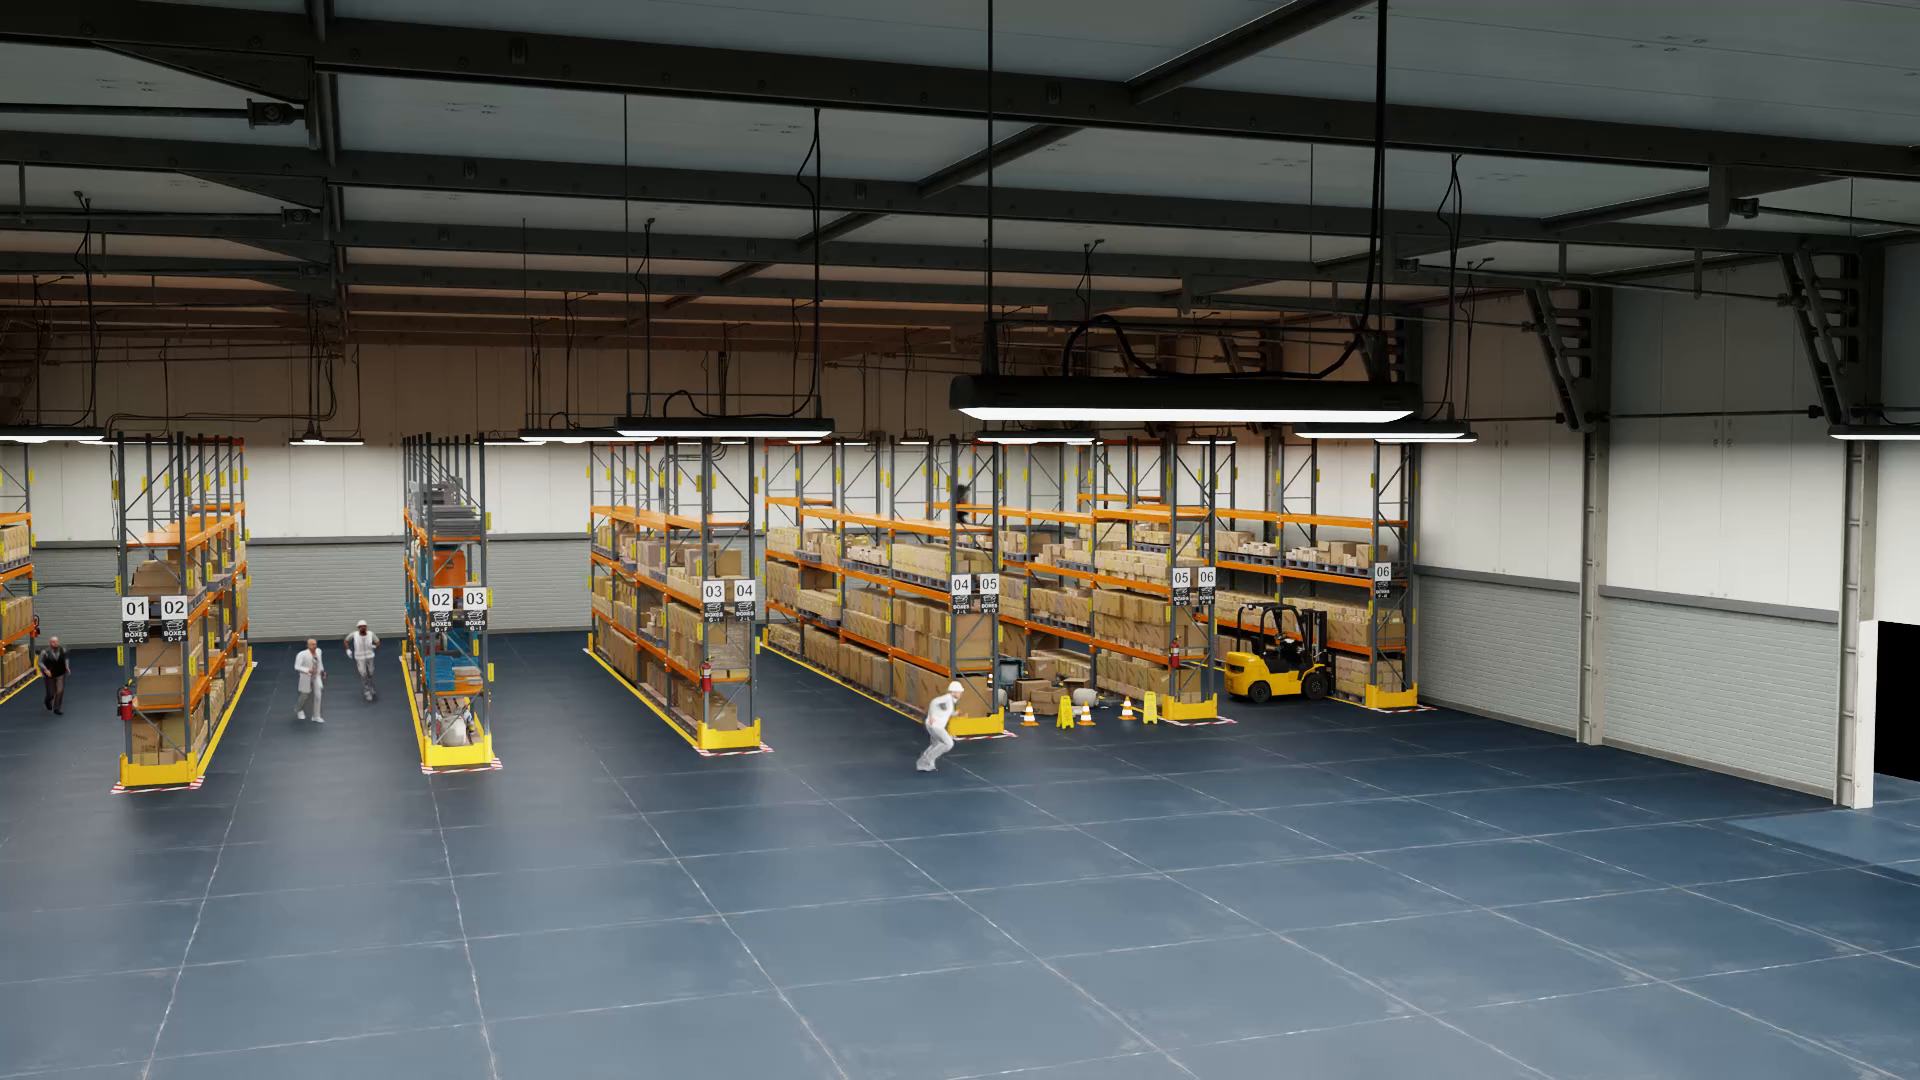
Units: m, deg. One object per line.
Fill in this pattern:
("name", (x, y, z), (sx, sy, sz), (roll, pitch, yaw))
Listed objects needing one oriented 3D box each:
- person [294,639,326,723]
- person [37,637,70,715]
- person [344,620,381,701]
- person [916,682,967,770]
("person", (-13.633, 2.921, 34.756), (1.011, 1.749, 0.690), (3, 4, 44))
("person", (-19.514, 2.911, 35.777), (0.661, 1.675, 0.732), (-3, 4, -41))
("person", (-13.607, 2.736, 37.923), (0.772, 1.830, 0.806), (-2, 4, -27))
("person", (-0.339, 3.289, 29.295), (0.907, 1.599, 0.688), (1, 3, 11))
